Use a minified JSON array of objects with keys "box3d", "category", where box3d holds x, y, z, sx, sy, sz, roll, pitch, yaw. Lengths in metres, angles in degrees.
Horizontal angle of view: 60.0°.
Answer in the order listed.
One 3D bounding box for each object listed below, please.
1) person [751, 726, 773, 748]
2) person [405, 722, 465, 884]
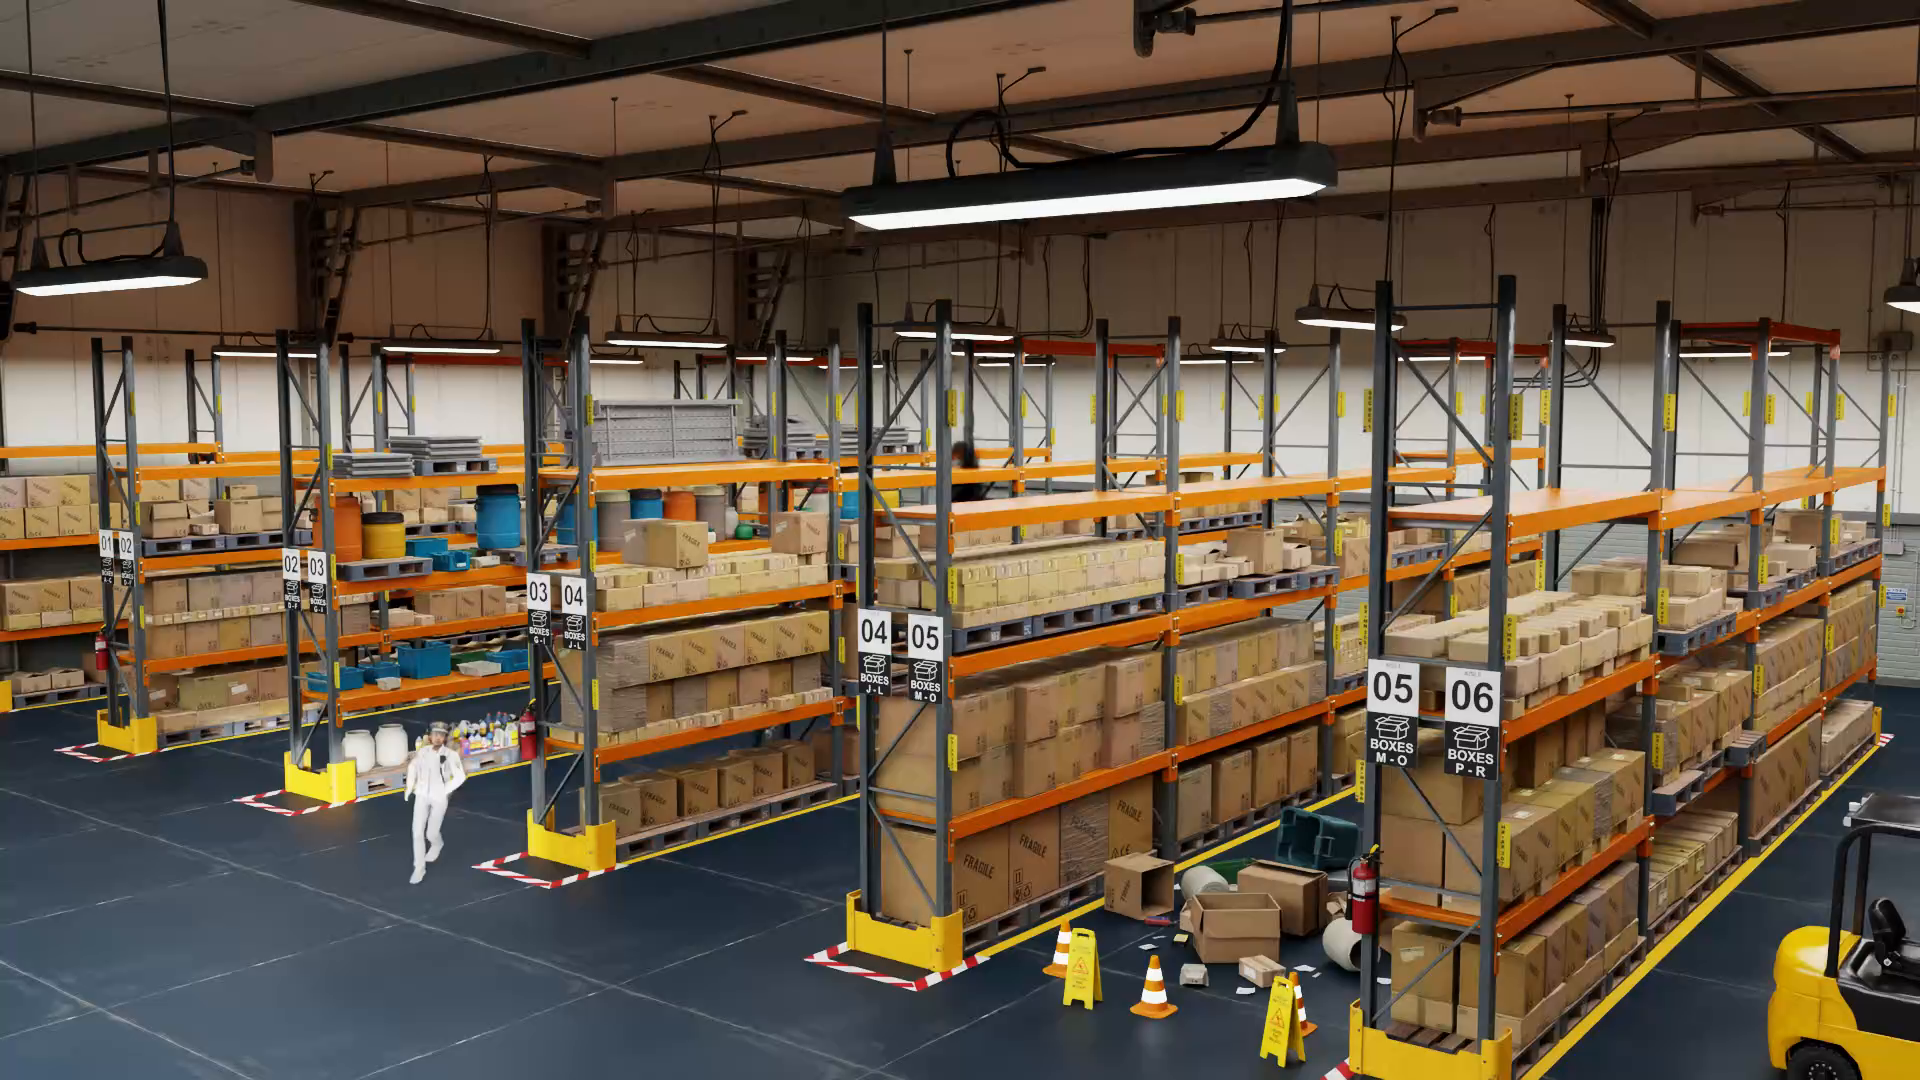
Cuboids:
[{"box3d":[-2.854,2.288,23.947,0.539,1.572,0.832,2,5,21],"category":"person"},{"box3d":[-5.688,2.791,17.925,0.629,1.678,0.725,0,5,2],"category":"person"}]
